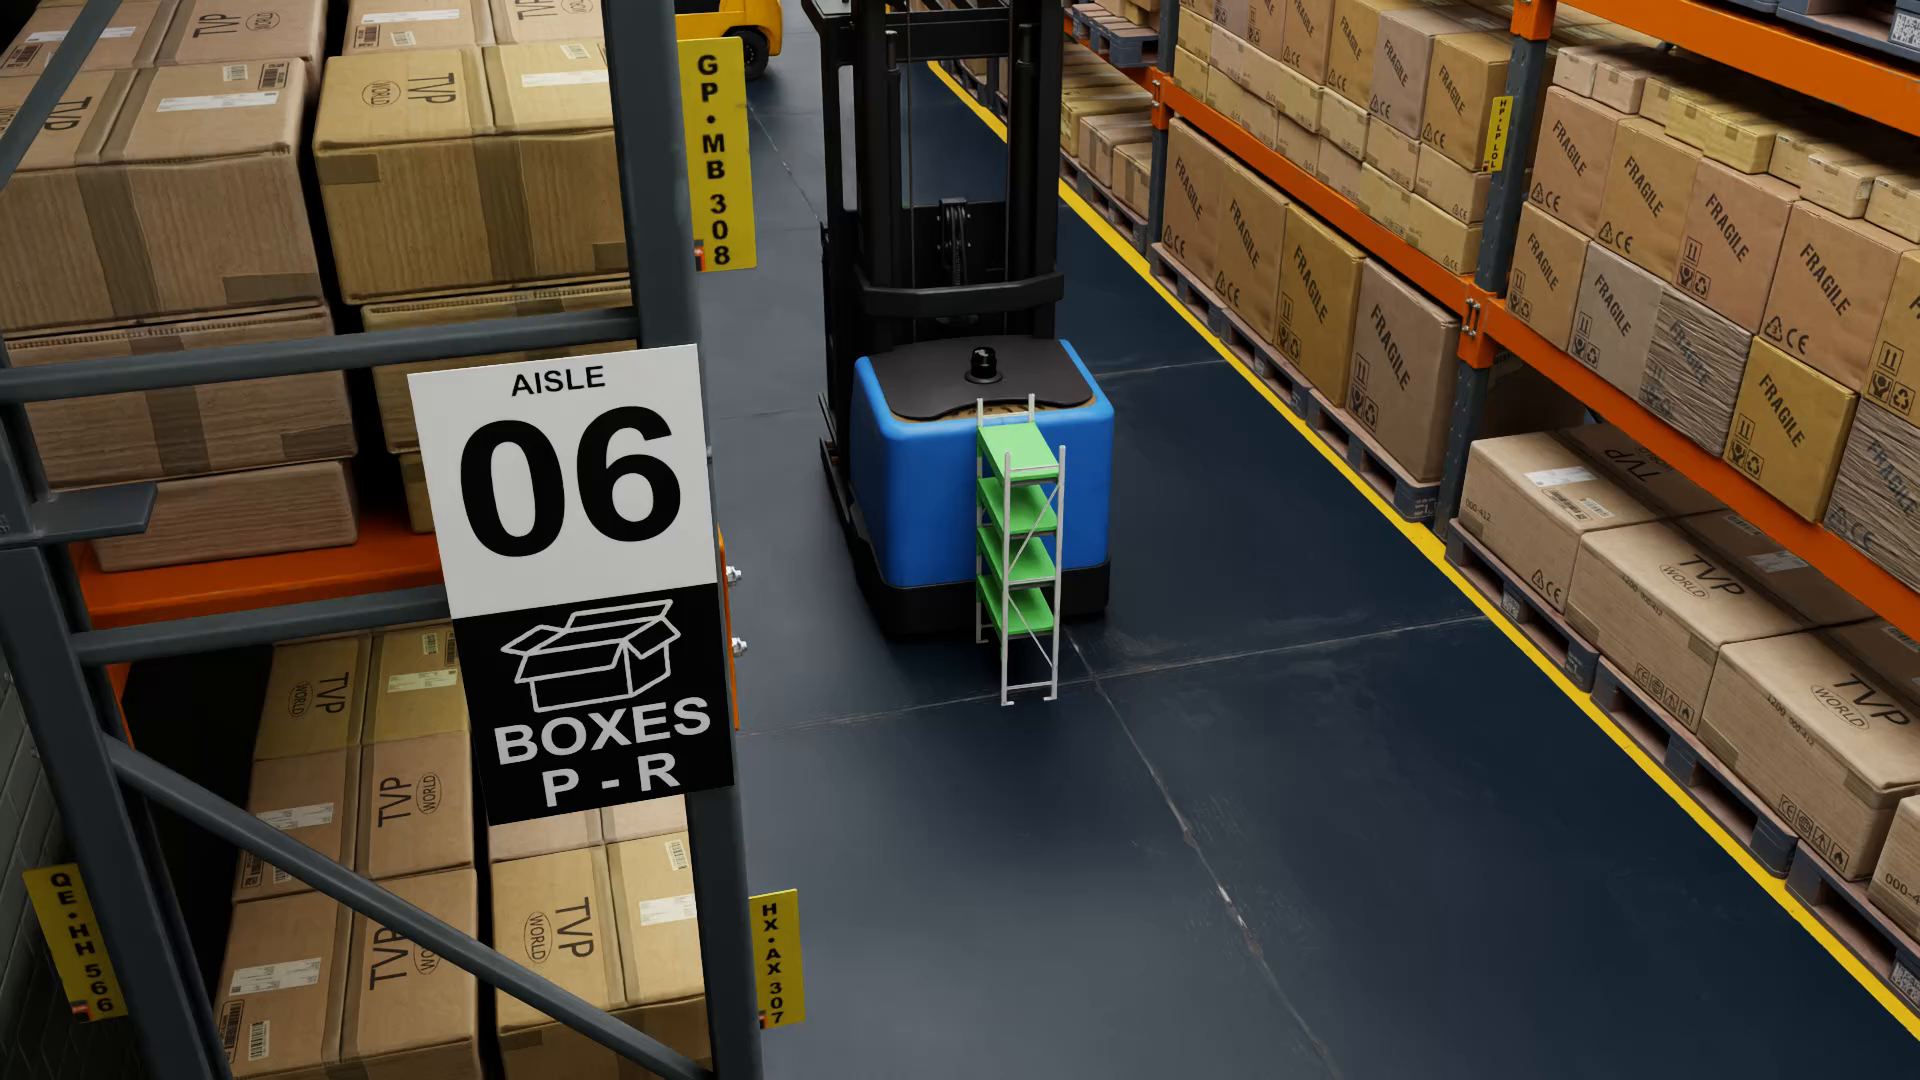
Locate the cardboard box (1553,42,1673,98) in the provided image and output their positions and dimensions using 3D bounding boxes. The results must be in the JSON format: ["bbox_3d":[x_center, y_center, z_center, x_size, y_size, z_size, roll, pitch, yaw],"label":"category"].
[{"bbox_3d":[2.693,-1.942,6.866,0.380,0.149,0.250,-8,31,-14],"label":"cardboard box"}]

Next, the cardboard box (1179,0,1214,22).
[{"bbox_3d":[1.693,-3.510,10.222,0.500,0.500,0.500,-9,31,-15],"label":"cardboard box"}]

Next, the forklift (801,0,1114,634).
[{"bbox_3d":[-0.130,-1.574,8.043,1.130,2.935,3.031,-6,31,-10],"label":"forklift"}]

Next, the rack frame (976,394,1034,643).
[{"bbox_3d":[0.190,-0.072,7.176,0.240,1.200,0.015,-6,31,-10],"label":"rack frame"}]

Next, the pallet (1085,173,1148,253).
[{"bbox_3d":[1.591,-2.475,12.316,1.003,0.211,1.213,-8,31,-13],"label":"pallet"}]

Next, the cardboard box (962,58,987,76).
[{"bbox_3d":[0.320,-4.478,15.318,0.500,0.250,0.500,-6,31,-11],"label":"cardboard box"}]

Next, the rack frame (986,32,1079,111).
[{"bbox_3d":[0.736,-5.236,14.303,1.000,3.000,0.127,-8,31,-13],"label":"rack frame"}]

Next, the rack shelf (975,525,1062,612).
[{"bbox_3d":[0.241,0.103,7.002,0.258,0.148,0.480,-6,31,-10],"label":"rack shelf"}]

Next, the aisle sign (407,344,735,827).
[{"bbox_3d":[-0.563,0.090,2.505,0.394,0.787,0.004,-8,31,-13],"label":"aisle sign"}]

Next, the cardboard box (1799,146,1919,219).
[{"bbox_3d":[3.079,-1.204,5.591,0.380,0.149,0.250,-8,31,-13],"label":"cardboard box"}]

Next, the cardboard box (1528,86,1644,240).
[{"bbox_3d":[2.752,-1.586,6.899,0.500,0.500,0.500,-8,31,-13],"label":"cardboard box"}]

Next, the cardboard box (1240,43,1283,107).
[{"bbox_3d":[1.950,-2.686,9.547,0.500,0.250,0.500,-8,31,-13],"label":"cardboard box"}]

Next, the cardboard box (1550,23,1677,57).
[{"bbox_3d":[3.020,-2.099,7.785,0.500,0.500,0.500,-7,31,-13],"label":"cardboard box"}]

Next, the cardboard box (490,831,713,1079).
[{"bbox_3d":[-0.724,0.902,3.550,0.500,0.250,0.500,-8,31,-13],"label":"cardboard box"}]

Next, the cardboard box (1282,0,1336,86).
[{"bbox_3d":[2.087,-2.775,8.953,0.500,0.500,0.500,-7,31,-12],"label":"cardboard box"}]

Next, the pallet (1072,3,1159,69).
[{"bbox_3d":[1.506,-3.552,11.583,1.213,0.211,1.003,-8,31,-13],"label":"pallet"}]

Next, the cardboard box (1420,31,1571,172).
[{"bbox_3d":[2.499,-2.031,7.667,0.500,0.500,0.500,-7,31,-12],"label":"cardboard box"}]

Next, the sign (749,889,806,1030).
[{"bbox_3d":[-0.341,0.774,3.054,0.100,0.325,0.005,-8,31,-13],"label":"sign"}]

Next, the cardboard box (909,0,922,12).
[{"bbox_3d":[-0.250,-5.486,17.060,0.500,0.250,0.500,-7,31,-11],"label":"cardboard box"}]

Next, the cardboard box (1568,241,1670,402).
[{"bbox_3d":[2.861,-0.911,6.730,0.500,0.500,0.500,-8,31,-13],"label":"cardboard box"}]

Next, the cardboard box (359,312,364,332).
[{"bbox_3d":[-1.369,-0.471,3.326,0.380,0.149,0.250,-9,31,-15],"label":"cardboard box"}]

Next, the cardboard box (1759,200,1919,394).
[{"bbox_3d":[3.137,-0.849,5.624,0.500,0.500,0.500,-8,31,-14],"label":"cardboard box"}]

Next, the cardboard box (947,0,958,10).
[{"bbox_3d":[0.183,-5.048,15.554,0.500,0.500,0.500,-7,31,-12],"label":"cardboard box"}]

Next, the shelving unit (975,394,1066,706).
[{"bbox_3d":[0.241,0.048,6.970,0.258,1.200,0.503,-6,31,-10],"label":"shelving unit"}]

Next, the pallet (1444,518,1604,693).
[{"bbox_3d":[2.986,0.212,7.673,1.003,0.211,1.213,-8,31,-13],"label":"pallet"}]

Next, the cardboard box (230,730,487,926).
[{"bbox_3d":[-1.377,0.721,3.863,0.500,0.250,0.500,-8,31,-13],"label":"cardboard box"}]

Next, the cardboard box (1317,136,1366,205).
[{"bbox_3d":[2.247,-1.983,8.832,0.500,0.250,0.500,-9,31,-15],"label":"cardboard box"}]

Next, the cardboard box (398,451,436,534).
[{"bbox_3d":[-0.724,-0.153,2.777,0.380,0.149,0.250,-7,31,-12],"label":"cardboard box"}]

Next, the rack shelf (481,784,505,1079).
[{"bbox_3d":[-1.395,0.566,4.995,1.077,0.370,4.000,-8,31,-13],"label":"rack shelf"}]

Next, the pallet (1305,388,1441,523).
[{"bbox_3d":[2.582,-0.528,8.952,1.003,0.211,1.213,-8,31,-13],"label":"pallet"}]

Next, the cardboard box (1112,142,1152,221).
[{"bbox_3d":[1.657,-2.623,11.992,0.950,0.372,0.625,-10,32,-17],"label":"cardboard box"}]

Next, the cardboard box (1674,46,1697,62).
[{"bbox_3d":[3.248,-2.023,7.005,0.380,0.149,0.250,-8,31,-14],"label":"cardboard box"}]

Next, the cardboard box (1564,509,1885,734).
[{"bbox_3d":[3.161,0.304,6.868,0.875,0.438,0.875,-9,31,-15],"label":"cardboard box"}]

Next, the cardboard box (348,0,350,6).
[{"bbox_3d":[-1.003,-1.094,3.505,0.500,0.250,0.500,-8,31,-14],"label":"cardboard box"}]

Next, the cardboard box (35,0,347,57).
[{"bbox_3d":[-1.535,-1.034,3.401,0.500,0.250,0.500,-8,31,-13],"label":"cardboard box"}]

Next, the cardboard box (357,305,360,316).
[{"bbox_3d":[-1.392,-0.565,3.091,0.500,0.250,0.500,-8,31,-13],"label":"cardboard box"}]

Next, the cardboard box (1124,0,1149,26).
[{"bbox_3d":[1.343,-3.624,11.349,0.380,0.149,0.250,-7,31,-13],"label":"cardboard box"}]

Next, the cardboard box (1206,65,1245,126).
[{"bbox_3d":[1.838,-2.724,10.112,0.500,0.250,0.500,-9,31,-15],"label":"cardboard box"}]

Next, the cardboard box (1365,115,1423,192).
[{"bbox_3d":[2.368,-1.945,8.267,0.500,0.250,0.500,-7,31,-12],"label":"cardboard box"}]

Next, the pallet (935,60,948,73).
[{"bbox_3d":[0.196,-4.940,16.573,1.003,0.211,1.213,-8,31,-13],"label":"pallet"}]

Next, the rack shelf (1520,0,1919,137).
[{"bbox_3d":[3.390,-1.394,5.387,1.077,0.370,4.000,-8,31,-13],"label":"rack shelf"}]

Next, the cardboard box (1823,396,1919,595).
[{"bbox_3d":[3.273,-0.173,5.455,0.500,0.500,0.500,-7,31,-12],"label":"cardboard box"}]

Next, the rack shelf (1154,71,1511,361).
[{"bbox_3d":[2.328,-2.027,9.476,1.077,0.370,4.000,-8,31,-13],"label":"rack shelf"}]

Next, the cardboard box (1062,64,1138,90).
[{"bbox_3d":[1.072,-3.681,13.820,0.950,0.372,0.625,-6,31,-10],"label":"cardboard box"}]

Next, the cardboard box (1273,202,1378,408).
[{"bbox_3d":[2.370,-1.359,9.305,0.875,0.875,0.875,-7,31,-12],"label":"cardboard box"}]

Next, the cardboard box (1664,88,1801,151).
[{"bbox_3d":[2.892,-1.575,6.231,0.380,0.149,0.250,-8,31,-14],"label":"cardboard box"}]

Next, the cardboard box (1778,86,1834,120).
[{"bbox_3d":[3.354,-1.640,6.343,0.380,0.149,0.250,-8,31,-14],"label":"cardboard box"}]

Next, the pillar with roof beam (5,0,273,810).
[{"bbox_3d":[1.541,-3.424,5.182,9.100,9.000,0.400,-8,31,-13],"label":"pillar with roof beam"}]
